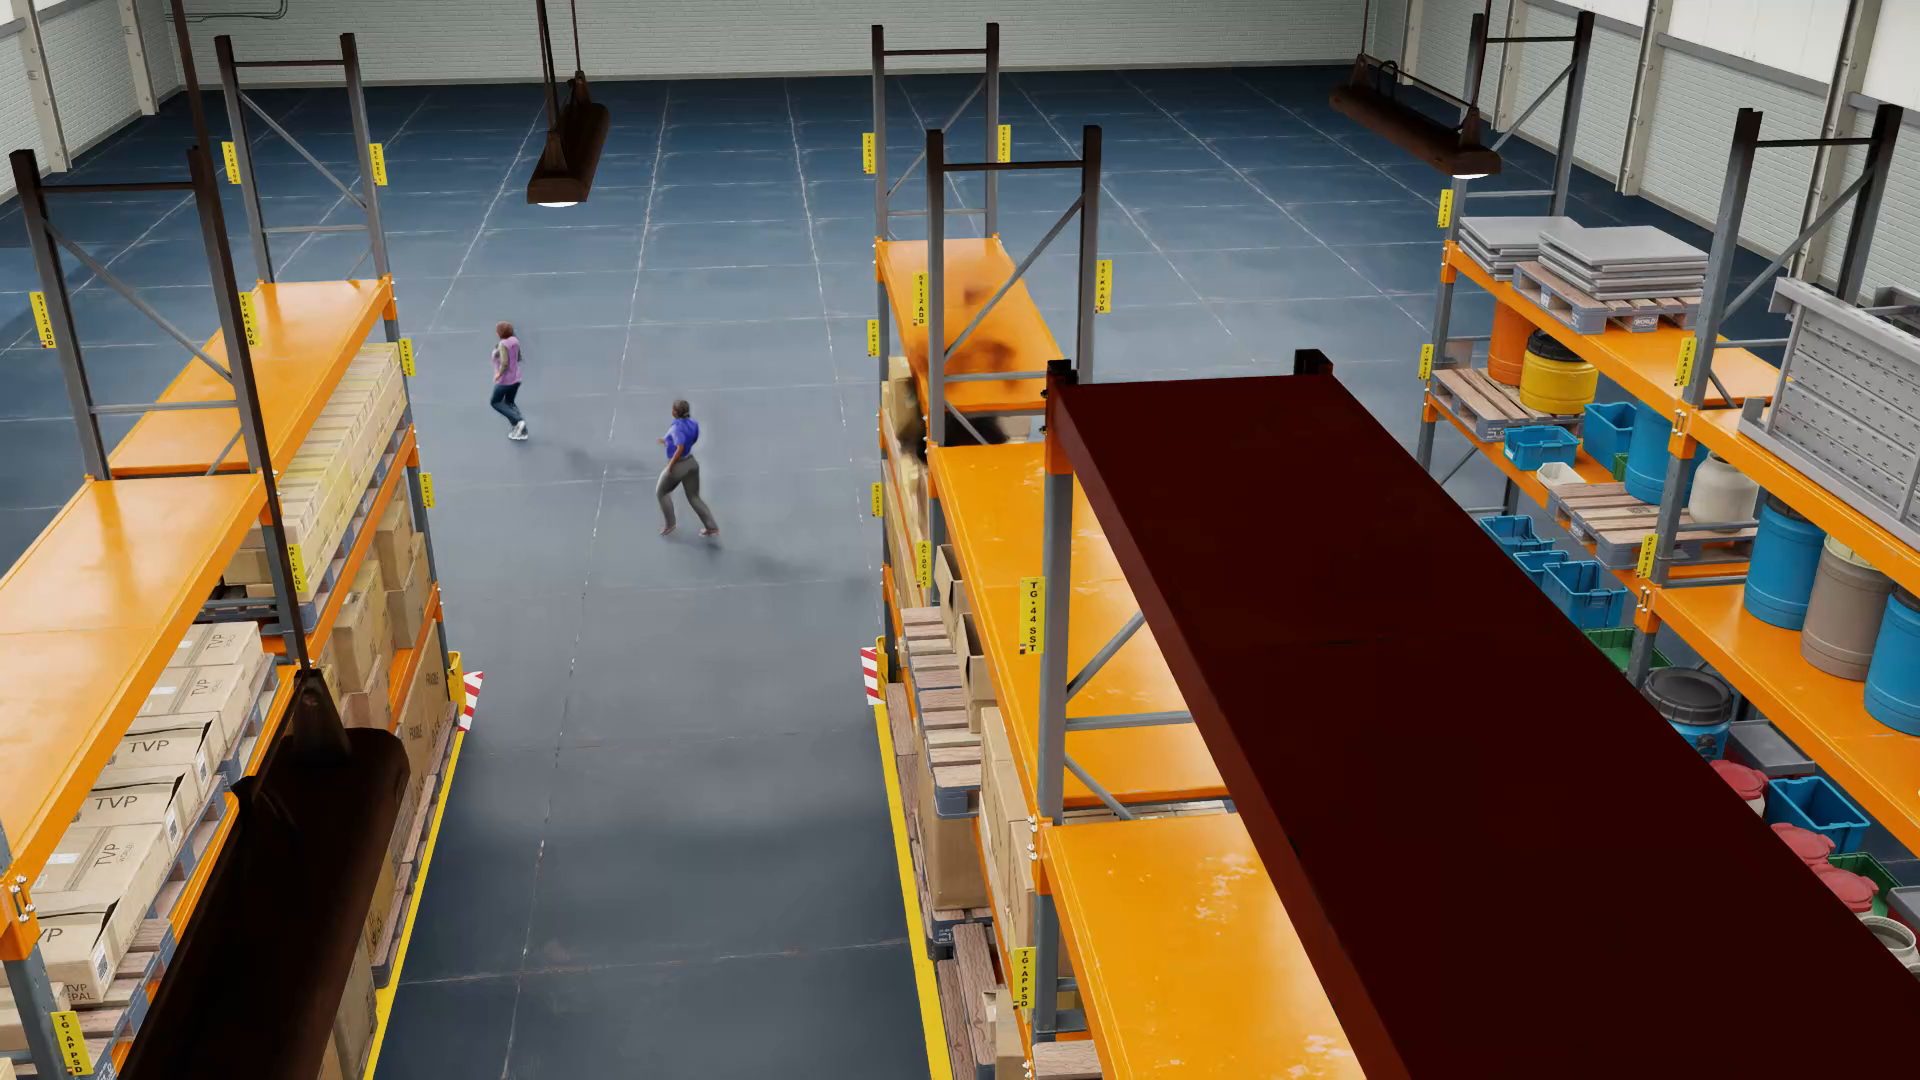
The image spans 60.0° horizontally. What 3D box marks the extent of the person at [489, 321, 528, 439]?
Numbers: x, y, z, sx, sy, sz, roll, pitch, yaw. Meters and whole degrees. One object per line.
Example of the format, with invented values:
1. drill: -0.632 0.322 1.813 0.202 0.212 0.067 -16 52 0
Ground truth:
1. person: -5.722 -2.011 20.903 0.531 1.556 0.526 10 27 20

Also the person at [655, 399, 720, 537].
1. person: -3.033 -0.737 18.186 0.779 1.694 0.582 16 30 31
